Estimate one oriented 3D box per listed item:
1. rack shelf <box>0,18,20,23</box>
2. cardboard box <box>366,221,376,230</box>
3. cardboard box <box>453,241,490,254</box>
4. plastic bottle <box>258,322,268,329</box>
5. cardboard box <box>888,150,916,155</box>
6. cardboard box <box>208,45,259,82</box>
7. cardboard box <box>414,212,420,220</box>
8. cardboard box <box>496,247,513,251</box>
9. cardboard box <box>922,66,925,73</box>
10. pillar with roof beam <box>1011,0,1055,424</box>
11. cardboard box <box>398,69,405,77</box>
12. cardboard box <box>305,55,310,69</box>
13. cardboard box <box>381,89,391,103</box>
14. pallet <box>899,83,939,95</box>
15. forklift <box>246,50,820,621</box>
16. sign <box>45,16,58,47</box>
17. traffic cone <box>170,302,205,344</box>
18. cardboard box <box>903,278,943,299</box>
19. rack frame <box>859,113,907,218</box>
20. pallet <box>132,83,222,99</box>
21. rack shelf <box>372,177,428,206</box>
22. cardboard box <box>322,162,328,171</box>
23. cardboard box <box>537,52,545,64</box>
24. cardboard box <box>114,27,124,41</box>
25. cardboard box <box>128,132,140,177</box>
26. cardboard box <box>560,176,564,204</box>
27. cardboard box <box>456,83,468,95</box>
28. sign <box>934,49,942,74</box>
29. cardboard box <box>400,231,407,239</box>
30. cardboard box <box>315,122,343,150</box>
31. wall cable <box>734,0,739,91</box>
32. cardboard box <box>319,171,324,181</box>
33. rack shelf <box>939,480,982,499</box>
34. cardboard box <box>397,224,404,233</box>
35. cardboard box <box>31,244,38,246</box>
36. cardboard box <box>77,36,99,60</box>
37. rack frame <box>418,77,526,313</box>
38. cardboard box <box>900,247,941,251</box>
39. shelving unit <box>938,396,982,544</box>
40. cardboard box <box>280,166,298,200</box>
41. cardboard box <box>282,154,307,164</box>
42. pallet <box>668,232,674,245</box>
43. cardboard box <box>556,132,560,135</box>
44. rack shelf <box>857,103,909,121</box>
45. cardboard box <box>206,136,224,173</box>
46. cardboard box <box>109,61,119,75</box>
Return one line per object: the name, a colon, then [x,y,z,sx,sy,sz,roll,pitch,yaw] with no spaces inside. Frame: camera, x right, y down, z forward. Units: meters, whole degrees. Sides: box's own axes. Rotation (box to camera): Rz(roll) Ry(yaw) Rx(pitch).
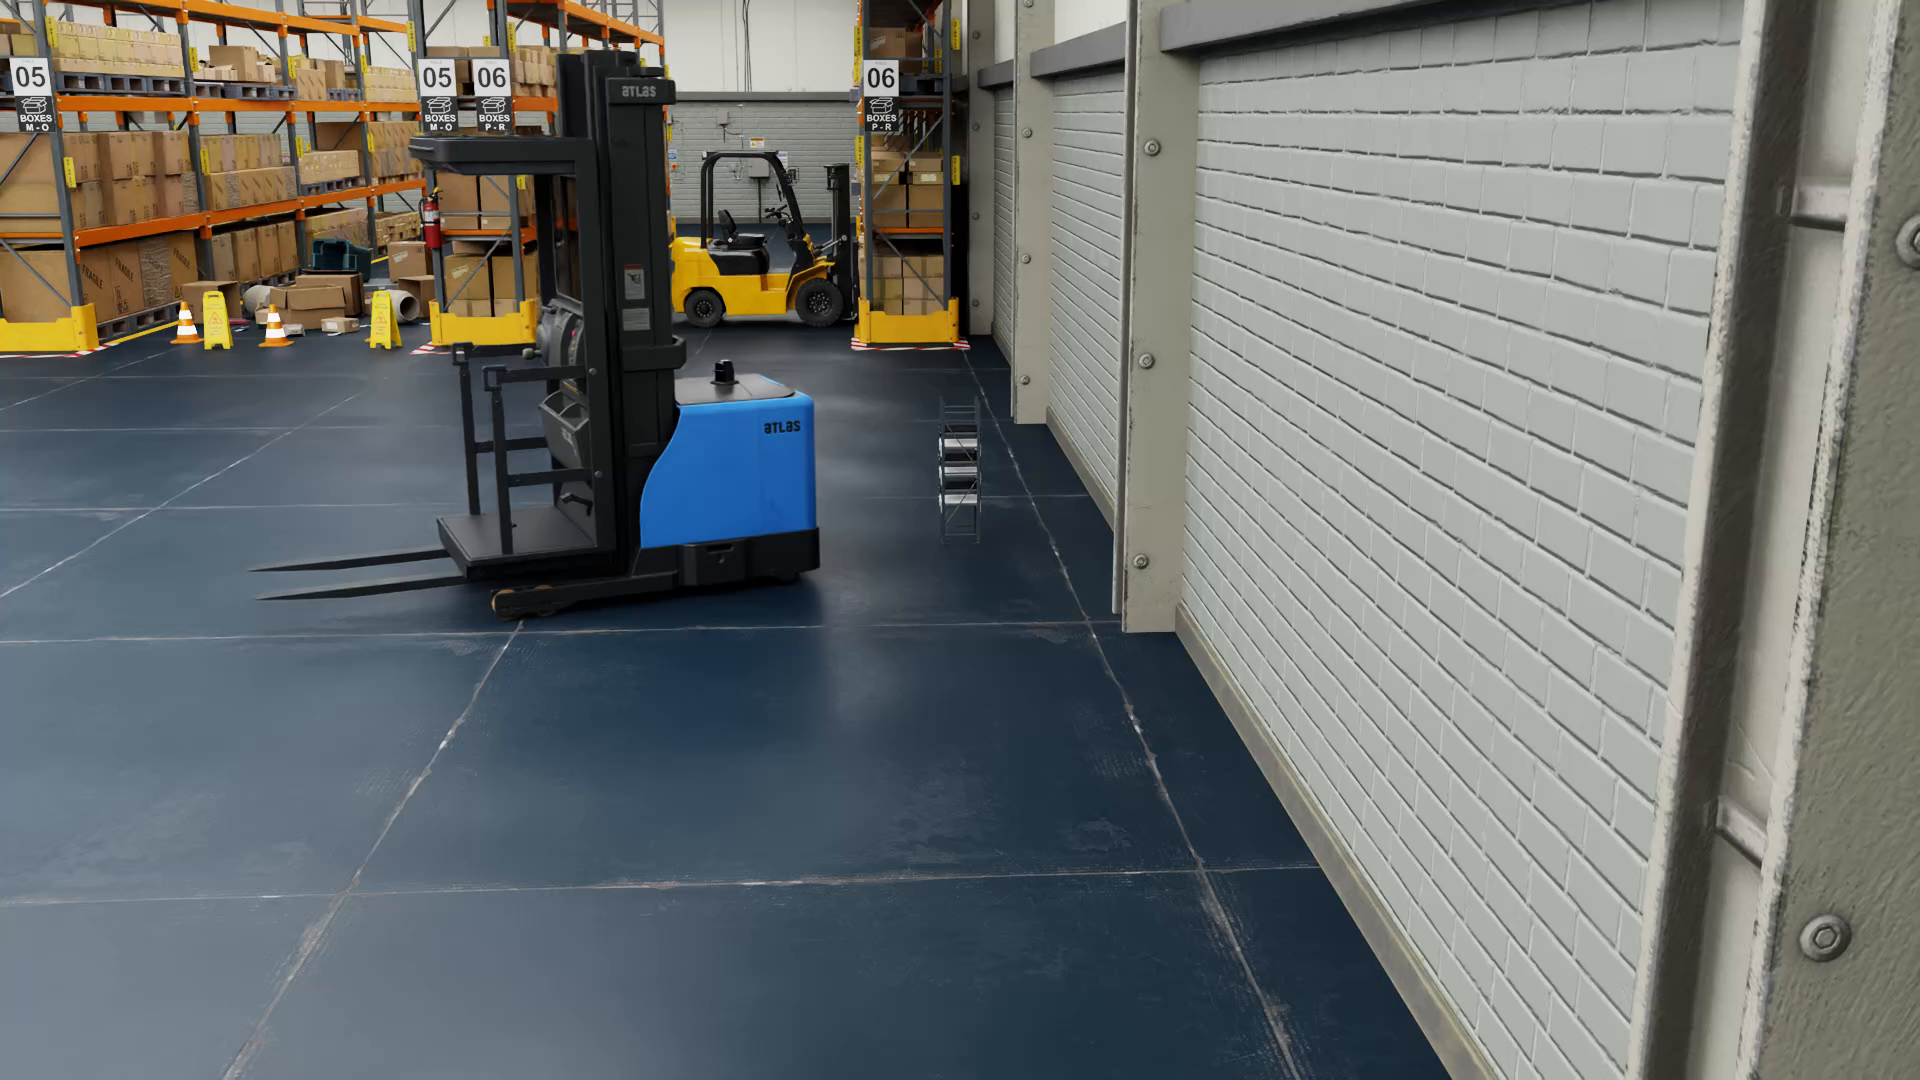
rack shelf: [-16.072,-8.440,27.517,1.077,0.370,4.000,-1,14,-3]
cardboard box: [-11.054,-5.825,30.832,0.380,0.149,0.250,0,14,-1]
cardboard box: [-5.961,-3.577,20.279,0.380,0.149,0.250,0,14,-2]
plastic bottle: [-8.751,-2.703,20.910,0.133,0.061,0.283,-6,16,-23]
cardboard box: [-0.979,-6.192,27.530,0.500,0.500,0.500,0,14,-1]
cardboard box: [-10.604,-6.956,24.277,0.500,0.500,0.500,-1,14,-3]
cardboard box: [-11.201,-6.604,33.857,0.380,0.149,0.250,-1,14,-3]
cardboard box: [-5.931,-3.428,21.002,0.500,0.500,0.500,-1,14,-5]
cardboard box: [-0.802,-7.266,25.983,0.500,0.250,0.500,-1,14,-3]
pillar with roof beam: [-3.676,-5.354,13.277,9.100,9.000,0.400,-1,14,-3]
cardboard box: [-11.115,-9.167,32.613,0.380,0.149,0.250,-1,14,-3]
cardboard box: [-10.828,-7.799,27.060,0.396,0.266,0.258,-1,14,-3]
cardboard box: [-11.057,-8.379,31.355,0.500,0.250,0.500,0,14,-1]
pallet: [-0.777,-6.013,22.036,1.003,0.211,1.213,-1,14,-3]
forklift: [-2.370,-1.139,9.072,3.031,2.935,1.130,-7,16,-25]
sign: [-9.941,-5.563,18.194,0.100,0.325,0.005,-1,14,-3]
traffic cone: [-9.111,-2.567,19.574,0.336,0.463,0.334,-1,14,-3]
cardboard box: [-0.429,-3.054,20.050,0.500,0.250,0.500,-1,14,-2]
rack frame: [-1.599,-7.800,34.821,1.000,3.000,0.127,-1,14,-3]
pallet: [-10.850,-6.223,23.059,0.805,0.209,1.217,-1,15,-6]
rack shelf: [-11.363,-6.775,32.281,1.077,0.370,4.000,-1,14,-3]
cardboard box: [-10.902,-6.300,28.058,0.380,0.149,0.250,-1,14,-4]
cardboard box: [-5.380,-5.995,20.692,0.380,0.149,0.250,-1,14,-3]
cardboard box: [-10.292,-6.078,19.970,0.380,0.149,0.250,-1,14,-3]
cardboard box: [-10.668,-4.736,20.447,0.875,0.550,0.500,-1,14,-3]
cardboard box: [-5.495,-4.696,21.959,0.500,0.500,0.500,0,14,-2]
cardboard box: [-5.863,-5.158,19.039,0.380,0.149,0.250,-1,14,-3]
sign: [-0.302,-6.566,22.808,0.100,0.325,0.005,-1,14,-3]
cardboard box: [-11.095,-5.994,32.682,0.380,0.149,0.250,-1,14,-2]
cardboard box: [-11.538,-7.415,30.522,0.500,0.500,0.500,-1,14,-5]
wall cable: [-6.436,-12.049,39.296,2.355,3.000,0.029,-1,14,-3]
cardboard box: [-10.888,-6.094,27.853,0.380,0.149,0.250,0,14,-2]
rack shelf: [-0.001,-0.318,10.453,0.258,0.077,0.200,-1,14,-3]
cardboard box: [-11.048,-6.071,32.382,0.380,0.149,0.250,-1,14,-3]
cardboard box: [-16.018,-5.148,27.935,1.225,0.875,0.875,-1,14,-3]
cardboard box: [-10.302,-5.667,19.175,0.500,0.250,0.500,-1,14,-4]
rack frame: [-5.561,-3.743,19.054,1.000,3.000,0.127,-1,14,-3]
cardboard box: [-0.503,-3.548,20.964,0.500,0.250,0.500,-1,14,-4]
shelving unit: [-0.001,-0.438,10.422,0.258,0.900,0.210,-1,14,-3]
cardboard box: [-10.695,-5.571,25.960,0.500,0.500,0.500,-1,14,-3]
cardboard box: [-10.846,-6.185,27.015,0.380,0.149,0.250,-1,14,-5]
pallet: [-6.425,-6.174,34.099,1.003,0.211,1.213,-1,14,-3]
cardboard box: [-6.350,-6.390,27.133,0.500,0.500,0.500,-1,14,-5]
rack shelf: [-1.475,-8.407,32.603,1.077,0.370,4.000,-1,14,-3]
cardboard box: [-10.814,-5.420,23.365,0.700,0.500,0.500,-1,14,-4]
cardboard box: [-10.275,-5.628,19.822,0.380,0.149,0.250,-1,14,-4]
